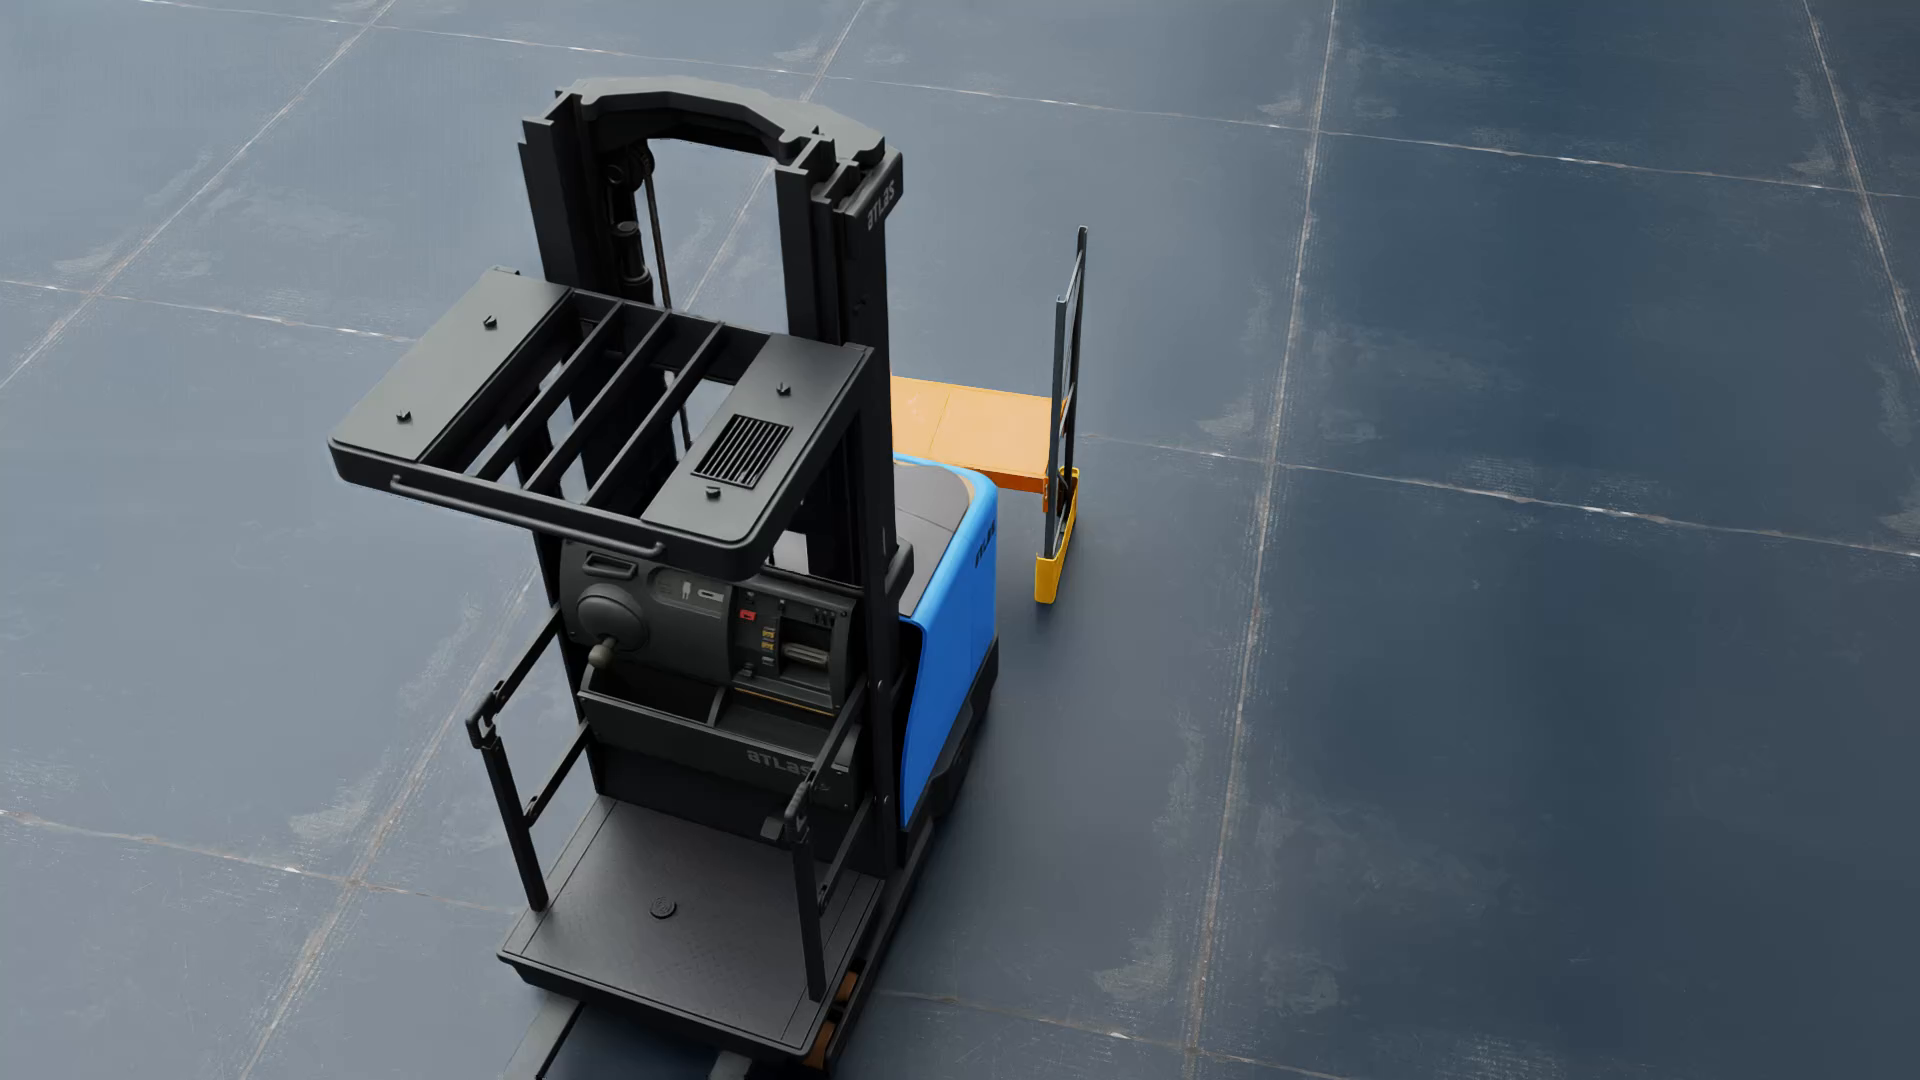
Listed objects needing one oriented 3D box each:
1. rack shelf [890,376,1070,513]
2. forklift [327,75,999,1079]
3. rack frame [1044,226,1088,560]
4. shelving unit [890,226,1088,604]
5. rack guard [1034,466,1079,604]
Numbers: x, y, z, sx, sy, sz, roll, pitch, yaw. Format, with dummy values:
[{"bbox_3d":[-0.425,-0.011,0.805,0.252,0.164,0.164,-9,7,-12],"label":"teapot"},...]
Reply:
[{"bbox_3d":[-0.083,-0.424,6.828,1.000,0.185,0.538,9,45,9],"label":"rack shelf"},{"bbox_3d":[-0.823,0.339,4.745,1.130,2.935,3.031,14,46,14],"label":"forklift"},{"bbox_3d":[0.413,-0.476,6.623,0.032,1.500,0.500,9,45,9],"label":"rack frame"},{"bbox_3d":[-0.074,-0.552,6.702,1.083,1.500,0.587,9,45,9],"label":"shelving unit"},{"bbox_3d":[0.412,-0.026,7.057,0.087,0.250,0.587,9,45,9],"label":"rack guard"}]
